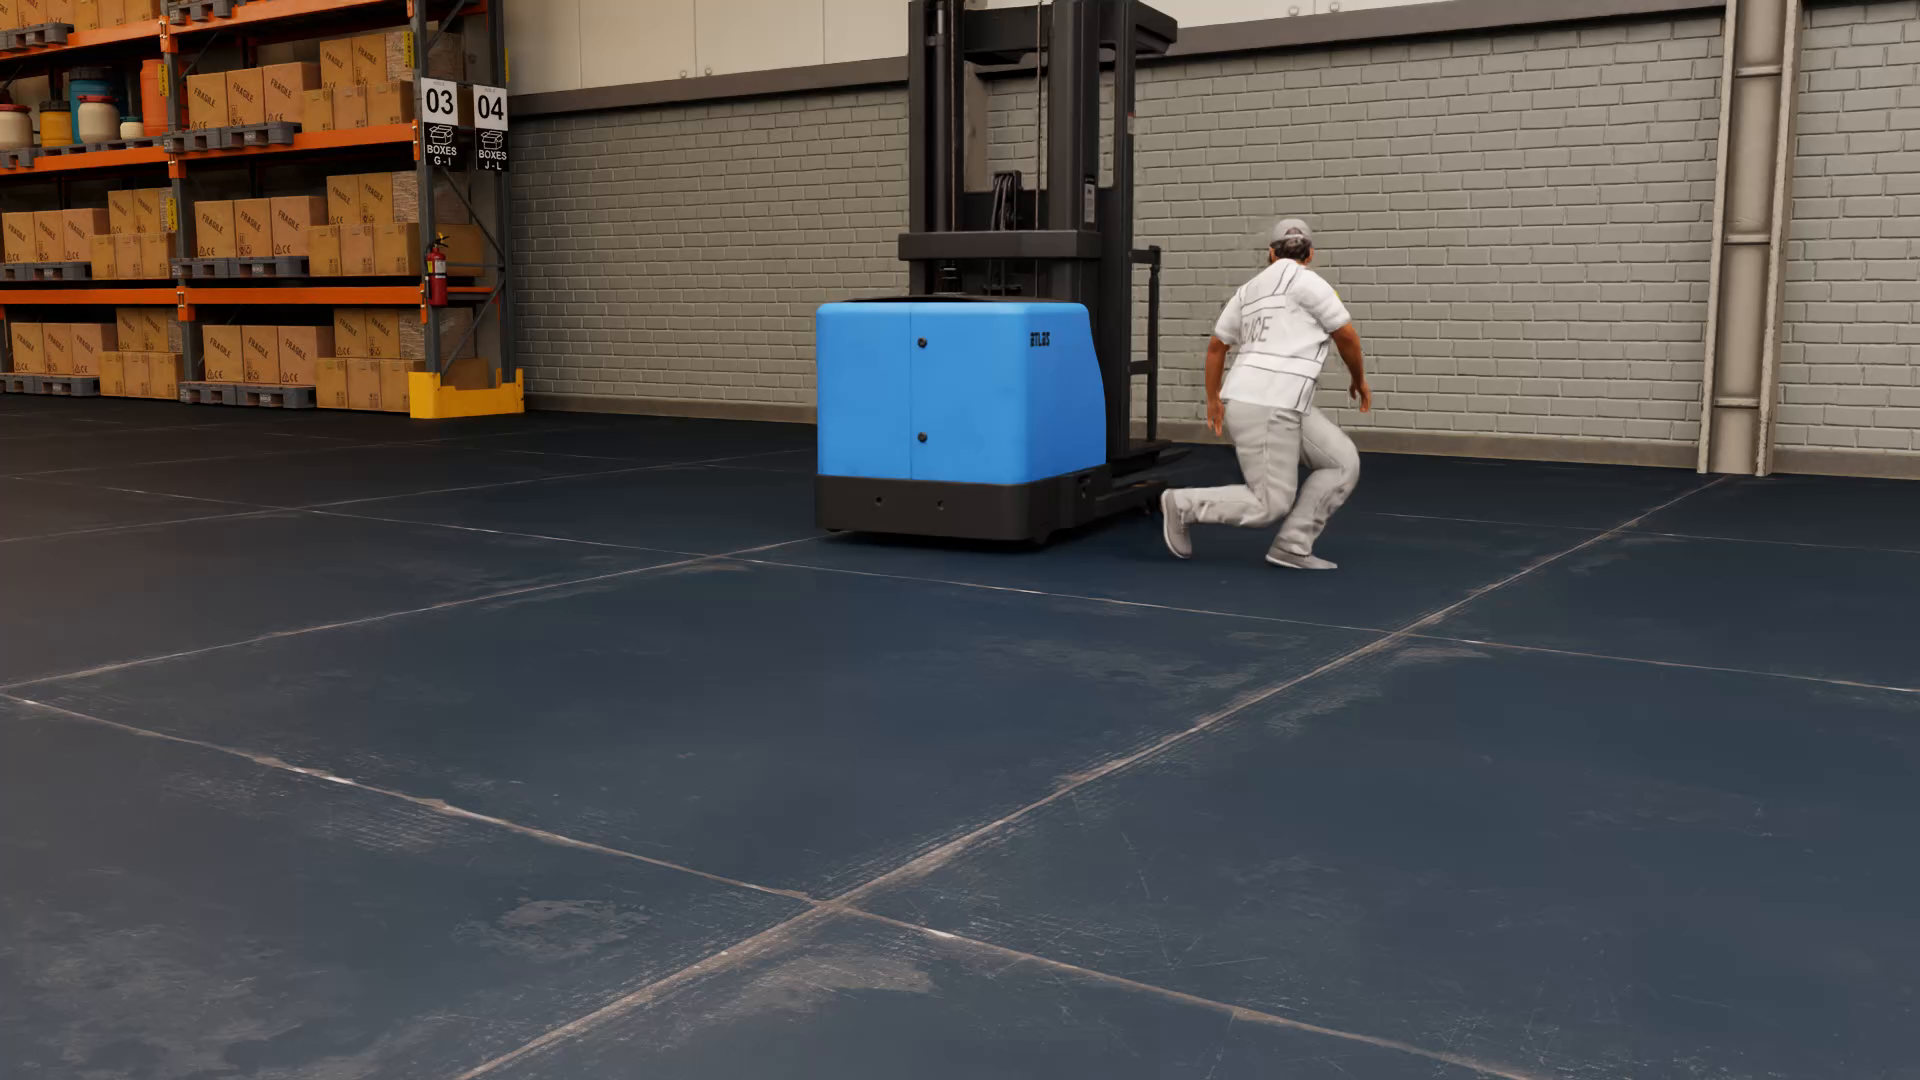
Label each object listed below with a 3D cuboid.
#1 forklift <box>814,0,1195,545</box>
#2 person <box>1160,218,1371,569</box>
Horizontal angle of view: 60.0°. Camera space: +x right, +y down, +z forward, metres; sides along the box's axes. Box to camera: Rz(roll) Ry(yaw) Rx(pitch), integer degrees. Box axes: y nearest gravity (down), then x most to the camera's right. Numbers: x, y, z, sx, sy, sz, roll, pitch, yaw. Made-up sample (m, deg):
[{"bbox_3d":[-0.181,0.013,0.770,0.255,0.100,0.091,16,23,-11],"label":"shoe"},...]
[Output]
[{"bbox_3d":[0.431,-1.596,8.417,1.130,2.935,3.031,4,9,25],"label":"forklift"},{"bbox_3d":[1.250,-0.580,6.783,0.846,1.444,0.597,1,8,6],"label":"person"}]
